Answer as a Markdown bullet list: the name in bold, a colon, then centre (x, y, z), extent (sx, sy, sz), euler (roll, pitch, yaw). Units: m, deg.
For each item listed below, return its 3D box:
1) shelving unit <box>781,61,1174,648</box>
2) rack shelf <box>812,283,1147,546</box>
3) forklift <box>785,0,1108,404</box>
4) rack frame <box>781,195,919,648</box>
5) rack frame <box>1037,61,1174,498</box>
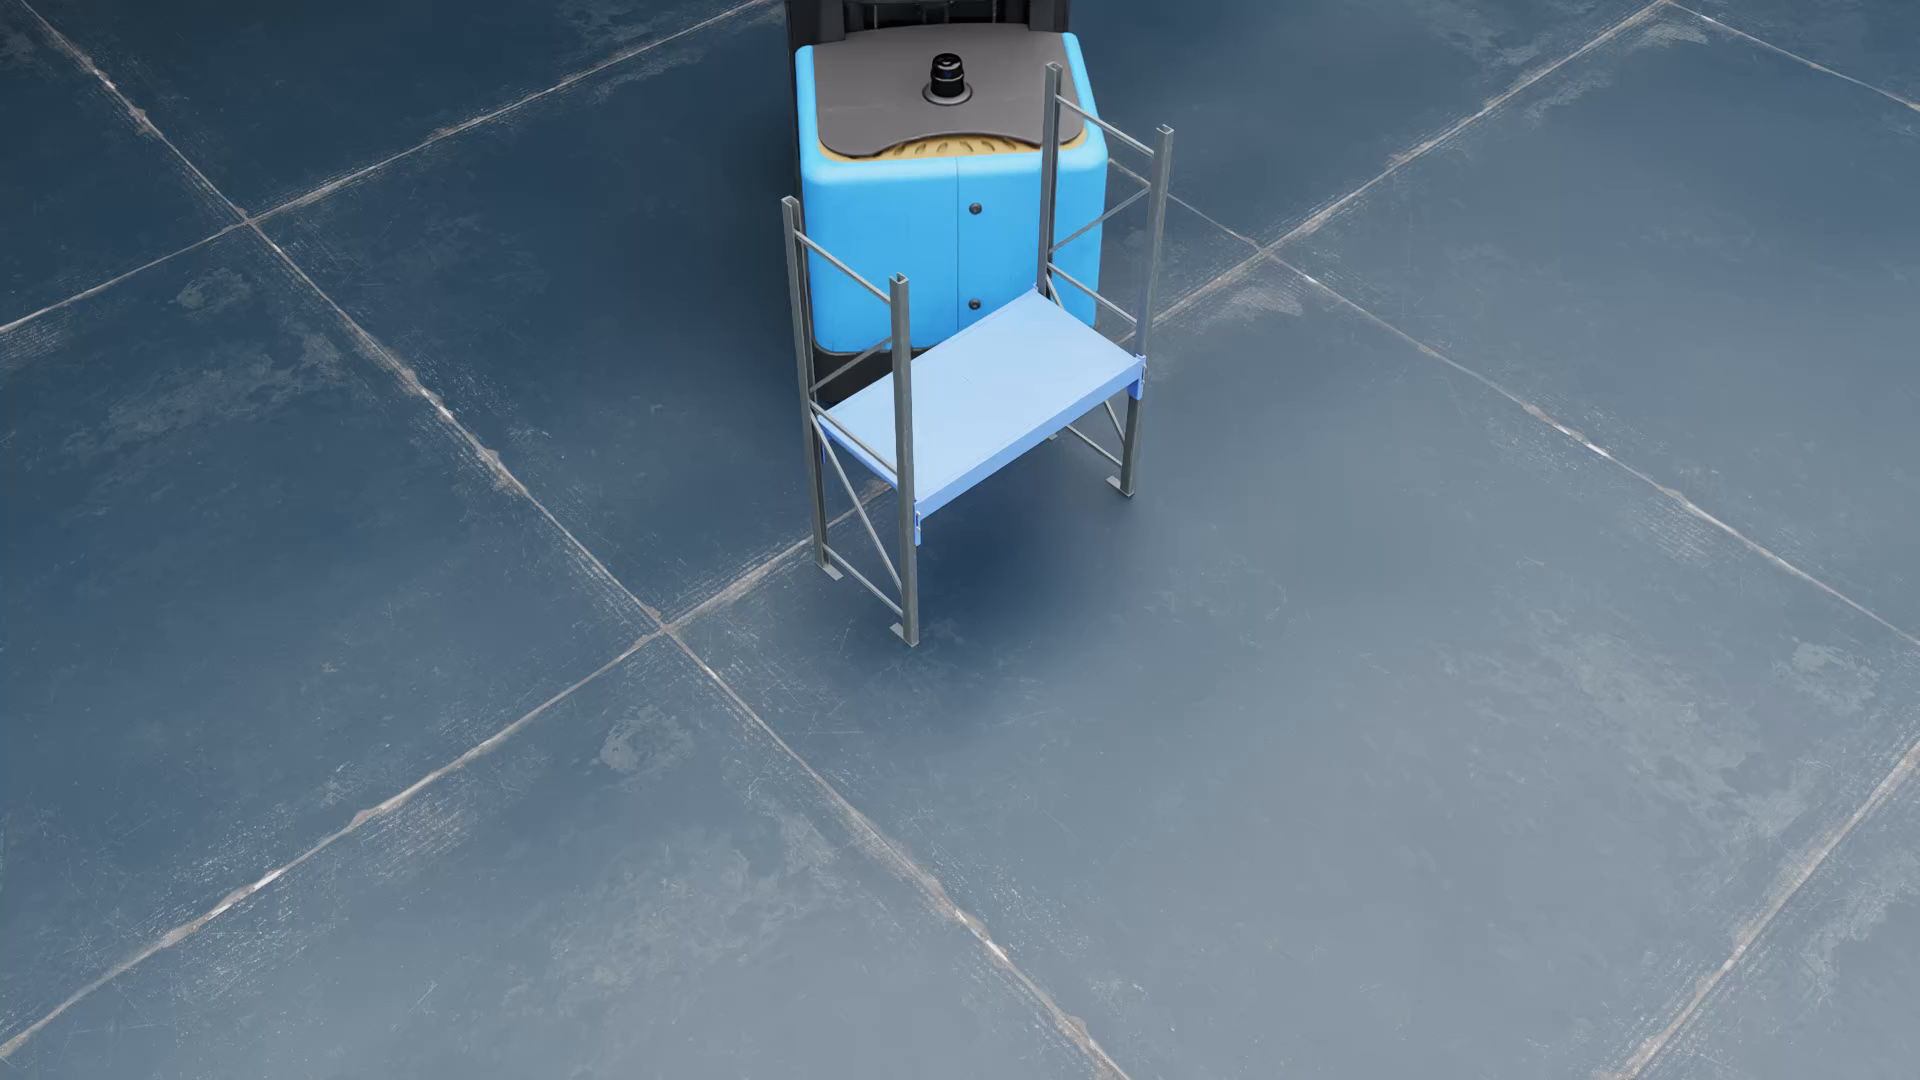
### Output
- **shelving unit**: centre (0.063, -0.551, 5.238), extent (1.048, 1.500, 0.538), euler (-34, 56, -27)
- **rack shelf**: centre (0.063, -0.429, 5.370), extent (1.000, 0.185, 0.538), euler (-34, 56, -27)
- **forklift**: centre (-0.147, -2.581, 6.137), extent (1.130, 2.935, 3.031), euler (-4, 47, -4)
- **rack frame**: centre (-0.313, -0.299, 5.006), extent (0.032, 1.500, 0.500), euler (-34, 56, -27)
- **rack frame**: centre (0.439, -0.802, 5.470), extent (0.032, 1.500, 0.500), euler (-34, 56, -27)
